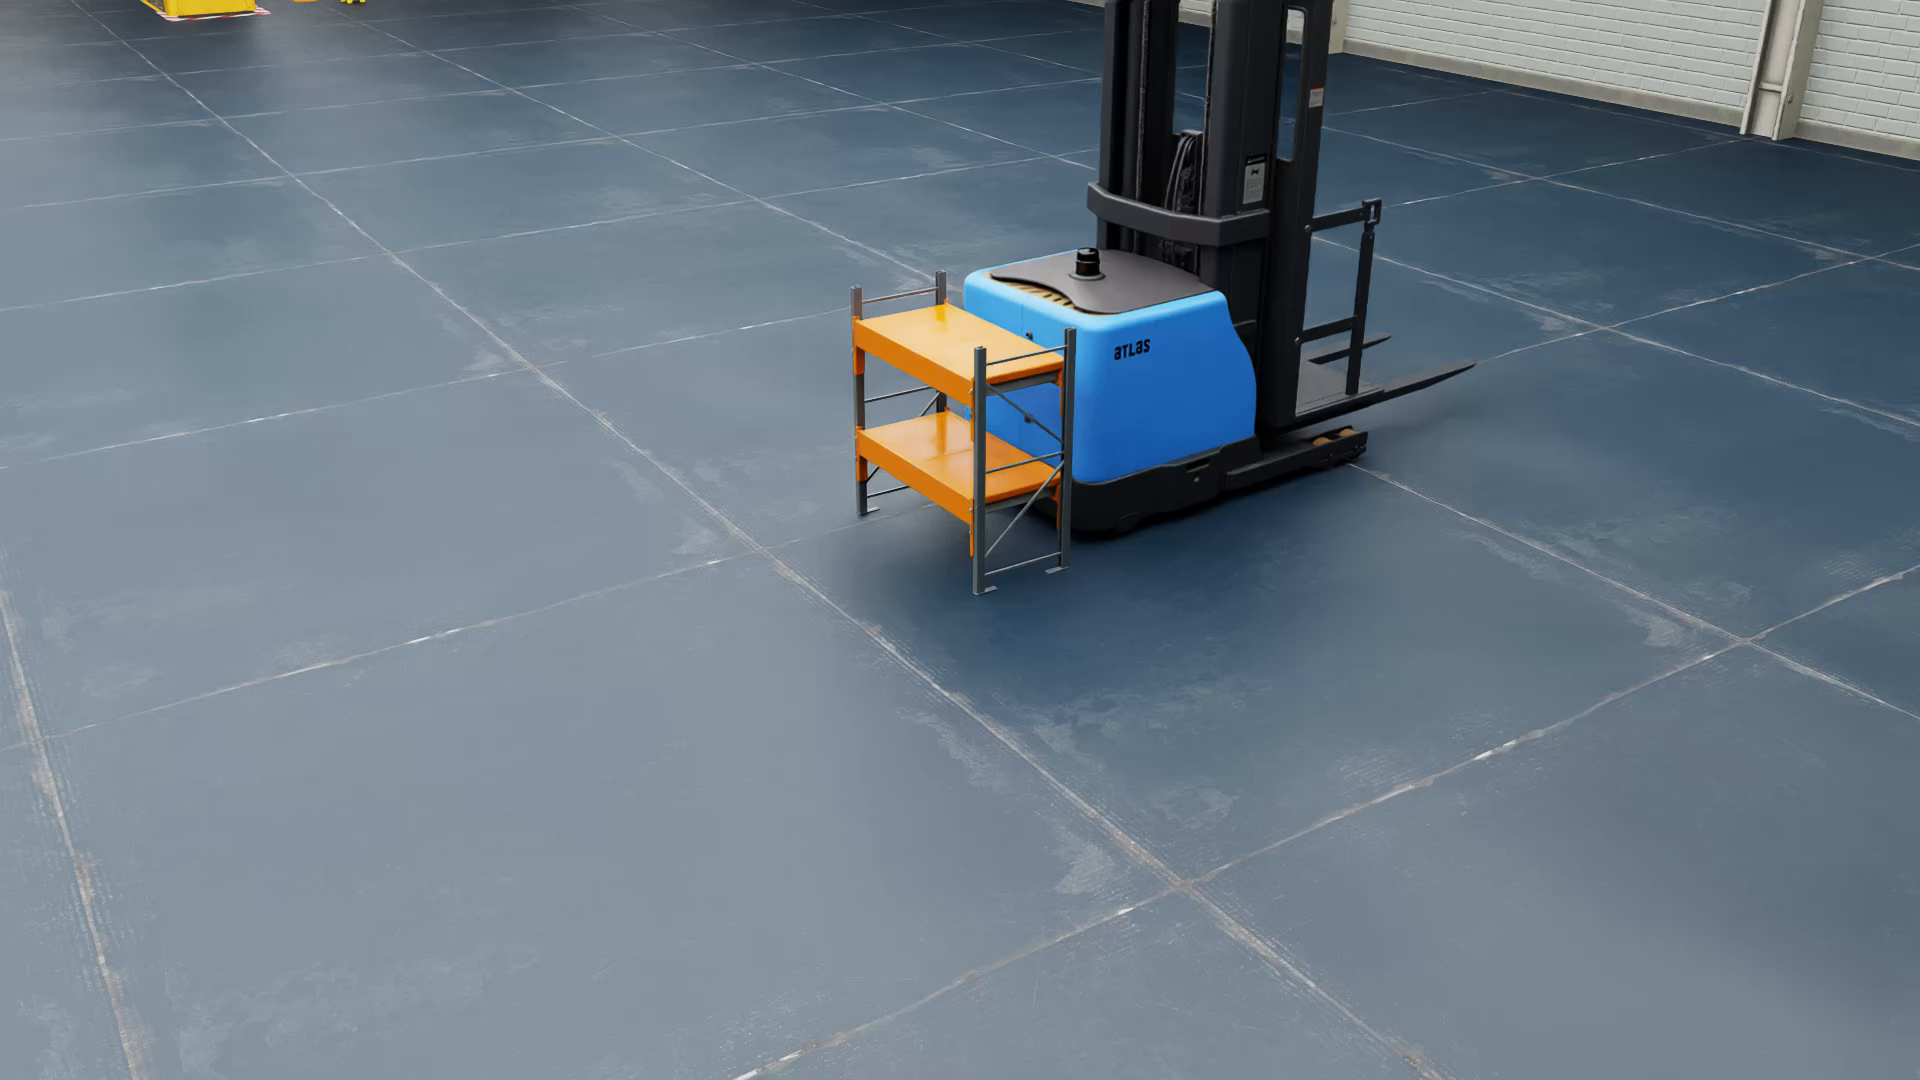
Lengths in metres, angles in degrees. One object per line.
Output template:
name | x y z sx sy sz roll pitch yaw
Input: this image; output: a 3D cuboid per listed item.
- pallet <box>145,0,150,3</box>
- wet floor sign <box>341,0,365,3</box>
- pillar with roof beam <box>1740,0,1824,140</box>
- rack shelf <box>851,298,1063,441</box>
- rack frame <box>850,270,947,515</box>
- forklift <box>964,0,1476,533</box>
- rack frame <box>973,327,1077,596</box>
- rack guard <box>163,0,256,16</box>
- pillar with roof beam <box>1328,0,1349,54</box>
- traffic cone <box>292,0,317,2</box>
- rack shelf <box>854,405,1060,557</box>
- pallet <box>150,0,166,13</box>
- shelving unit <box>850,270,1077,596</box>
pallet | -11.840 -8.331 25.150 1.003 0.211 1.213 -16 29 -30
wet floor sign | -9.001 -8.275 24.522 0.267 0.644 0.232 -22 33 -38
pillar with roof beam | 4.167 -6.967 11.966 9.100 9.000 0.400 -16 29 -30
rack shelf | -0.004 -0.776 7.390 0.538 0.278 1.000 -16 29 -30
rack frame | -0.281 -0.693 7.900 0.500 1.125 0.032 -16 29 -30
forklift | 1.489 -1.845 8.225 3.031 2.935 1.130 -18 31 -33
rack frame | 0.274 -0.329 7.130 0.500 1.125 0.032 -16 29 -30
rack guard | -10.663 -7.749 23.580 1.175 0.500 0.348 -16 29 -30
pillar with roof beam | 0.892 -9.113 16.512 9.100 9.000 0.400 -16 29 -30
traffic cone | -9.776 -8.262 24.709 0.336 0.463 0.334 -16 29 -30
rack shelf | -0.004 -0.290 7.619 0.538 0.278 1.000 -16 29 -30
pallet | -11.178 -7.895 24.227 1.003 0.211 1.213 -16 29 -30
shelving unit | -0.004 -0.511 7.515 0.538 1.125 1.048 -16 29 -30
